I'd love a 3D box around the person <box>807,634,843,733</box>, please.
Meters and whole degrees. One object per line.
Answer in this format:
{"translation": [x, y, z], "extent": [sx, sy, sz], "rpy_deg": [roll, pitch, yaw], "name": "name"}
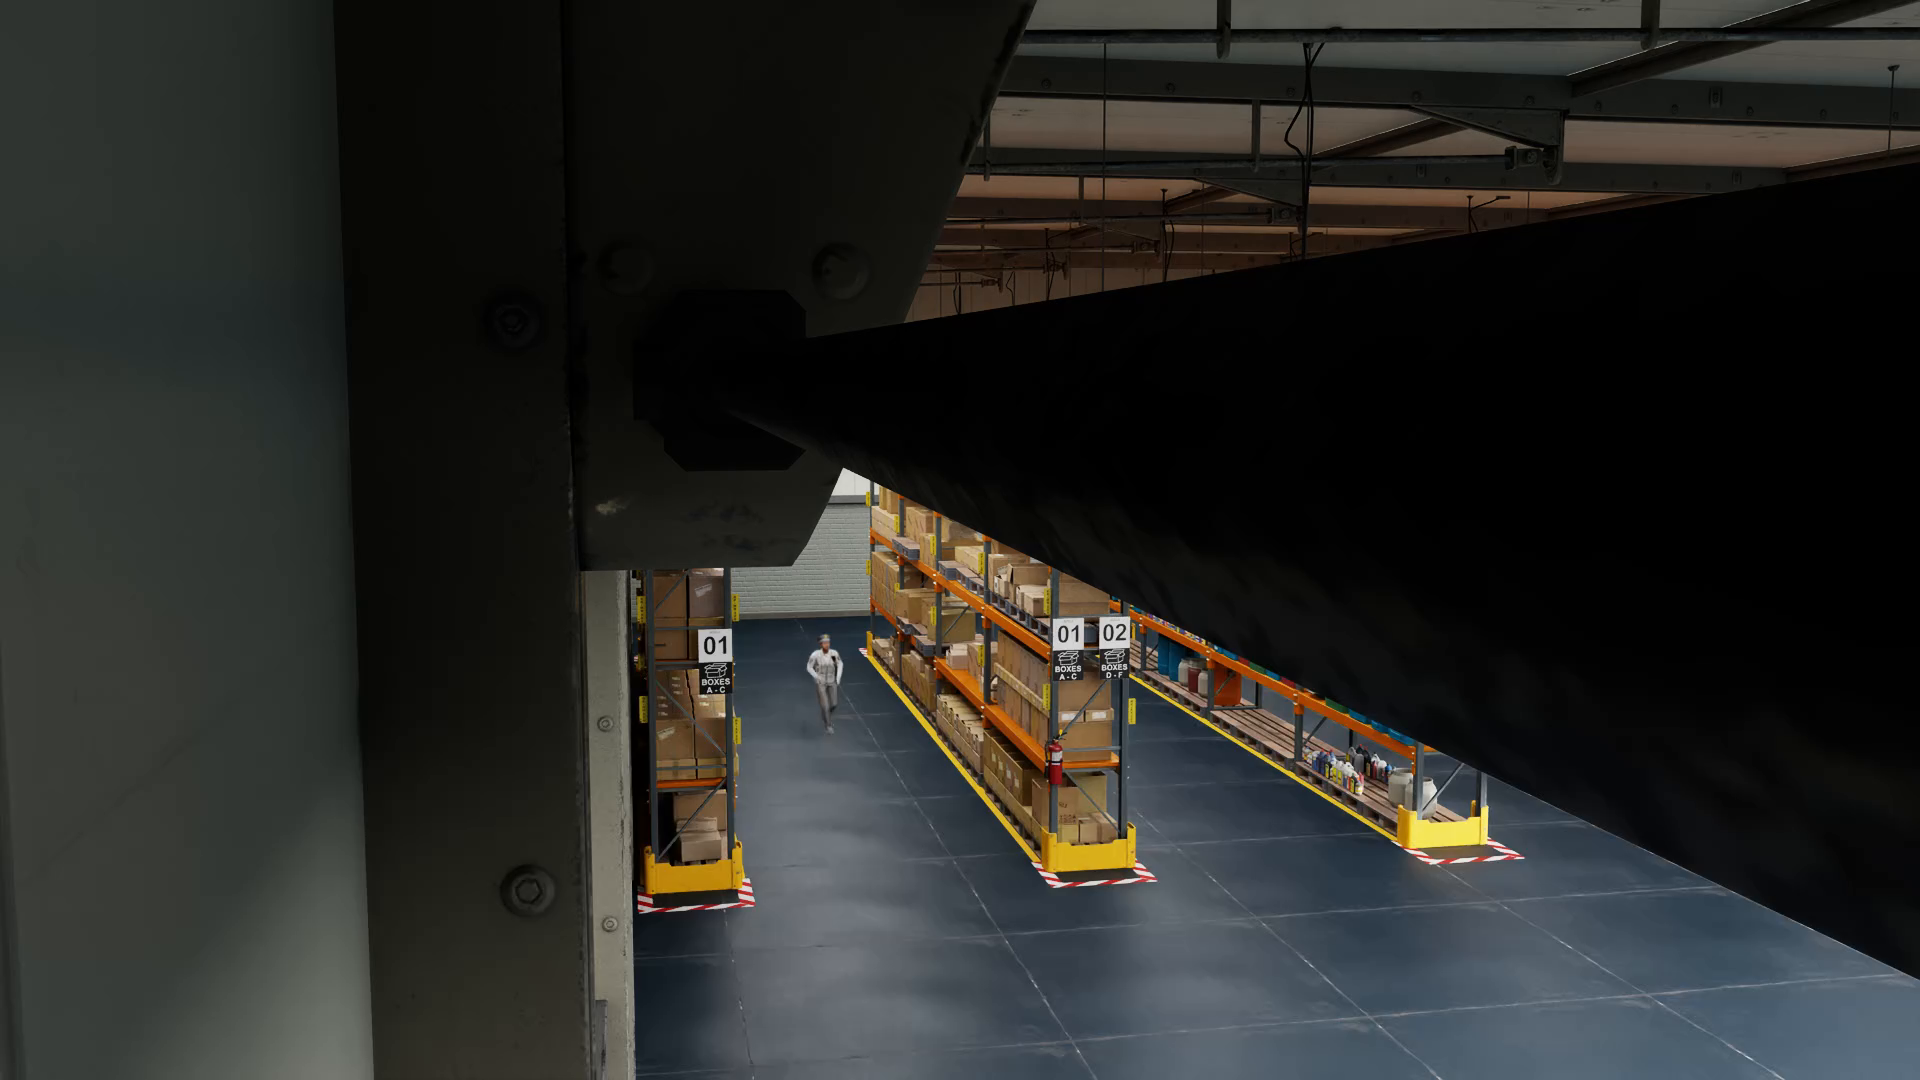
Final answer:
{"translation": [-2.203, 2.369, 27.411], "extent": [0.630, 1.654, 0.453], "rpy_deg": [-2, 6, -16], "name": "person"}
